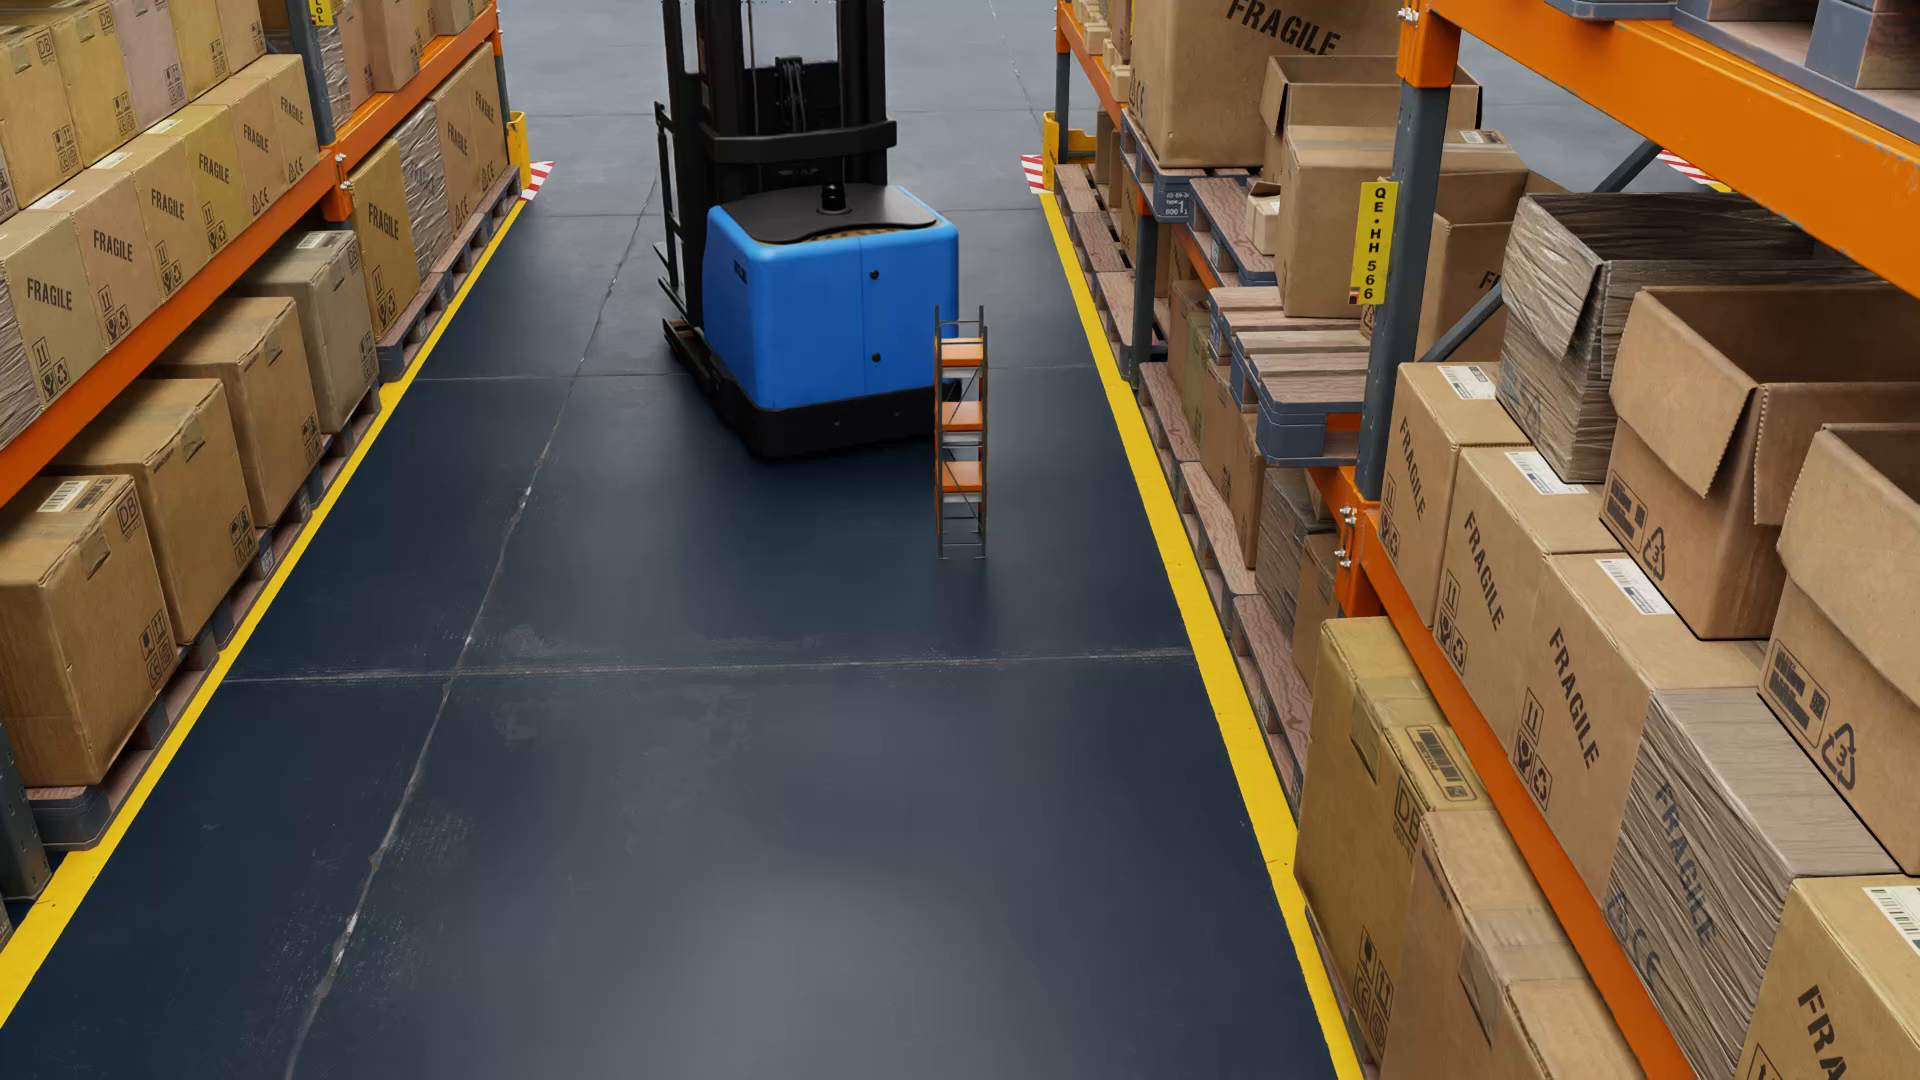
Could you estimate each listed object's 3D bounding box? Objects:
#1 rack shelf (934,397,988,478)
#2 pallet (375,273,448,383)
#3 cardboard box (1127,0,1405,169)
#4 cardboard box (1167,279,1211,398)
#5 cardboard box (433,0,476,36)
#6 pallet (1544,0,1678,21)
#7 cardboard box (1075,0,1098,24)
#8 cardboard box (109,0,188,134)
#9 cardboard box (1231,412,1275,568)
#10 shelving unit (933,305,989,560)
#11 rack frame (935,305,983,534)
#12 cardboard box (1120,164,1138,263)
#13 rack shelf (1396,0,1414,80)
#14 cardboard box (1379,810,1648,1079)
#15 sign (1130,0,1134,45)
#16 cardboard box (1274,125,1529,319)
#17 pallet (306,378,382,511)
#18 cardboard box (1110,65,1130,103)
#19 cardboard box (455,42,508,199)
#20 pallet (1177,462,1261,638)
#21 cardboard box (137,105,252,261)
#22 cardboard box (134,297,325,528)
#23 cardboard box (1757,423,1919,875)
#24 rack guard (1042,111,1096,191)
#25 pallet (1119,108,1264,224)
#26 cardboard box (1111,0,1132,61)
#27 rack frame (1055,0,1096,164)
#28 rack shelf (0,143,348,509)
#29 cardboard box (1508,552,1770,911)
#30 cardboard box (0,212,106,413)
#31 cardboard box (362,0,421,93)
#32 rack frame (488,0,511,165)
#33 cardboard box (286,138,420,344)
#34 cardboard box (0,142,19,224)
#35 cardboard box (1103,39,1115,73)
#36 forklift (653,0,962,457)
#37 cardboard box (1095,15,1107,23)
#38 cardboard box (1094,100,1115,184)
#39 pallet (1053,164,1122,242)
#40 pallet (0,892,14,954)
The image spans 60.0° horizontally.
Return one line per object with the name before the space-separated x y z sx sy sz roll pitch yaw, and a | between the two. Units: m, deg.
rack shelf | 0.003 -0.431 6.965 0.215 0.259 0.240 -1 28 -3
pallet | -3.514 -1.196 9.315 1.003 0.211 1.213 -1 28 -3
cardboard box | 1.308 -2.234 7.188 1.000 1.000 1.000 -1 28 -2
cardboard box | 1.417 -0.955 8.065 0.700 0.500 0.500 -3 28 -7
cardboard box | -3.646 -3.569 10.688 0.875 0.550 0.550 -1 28 -3
pallet | 1.702 -1.256 3.374 1.213 0.211 1.003 0 28 0
cardboard box | 0.966 -3.519 11.026 0.380 0.149 0.250 -1 28 -3
cardboard box | -3.466 -1.867 6.397 0.700 0.500 0.500 -1 28 -2
cardboard box | 1.482 -0.219 6.653 0.700 0.500 0.500 1 28 2
shelving unit | 0.003 -0.441 6.960 0.215 1.050 0.252 -1 28 -3
rack frame | -0.004 -0.497 7.068 0.200 1.050 0.008 -1 28 -3
cardboard box | 1.277 -1.965 10.023 0.500 0.500 0.500 -4 28 -7
rack shelf | 1.511 -2.240 5.835 1.077 0.370 4.000 -1 28 -3
cardboard box | 1.669 1.182 3.584 1.225 0.875 0.875 -1 28 -2
sign | 0.865 -2.520 7.901 0.100 0.325 0.005 -1 28 -3
cardboard box | 1.418 -1.040 5.437 0.700 0.500 0.500 3 28 5
pallet | -3.437 -0.489 7.958 1.003 0.211 1.213 -1 28 -3
cardboard box | 1.020 -2.479 9.031 0.380 0.149 0.250 -1 28 -3
cardboard box | -3.660 -2.859 11.332 0.875 0.875 0.875 -1 28 -2
pallet | 1.515 0.008 7.006 1.003 0.211 1.213 -1 28 -3
cardboard box | -3.205 -1.423 6.626 0.500 0.500 0.500 -1 28 -2
cardboard box | -3.384 -0.538 7.017 1.050 0.750 0.750 -1 28 -3
cardboard box | 1.710 0.154 2.518 0.797 0.503 0.637 -1 28 -1
rack guard | 1.201 -2.856 12.186 1.175 0.500 0.348 -1 28 -3
pallet | 1.301 -1.711 7.494 1.003 0.211 1.213 -1 28 -3
cardboard box | 1.327 -2.998 9.325 0.875 0.500 0.500 -1 28 -3
rack frame | 1.197 -4.000 11.675 1.000 3.000 0.127 -1 28 -3
rack shelf | -3.448 -0.837 6.389 1.077 0.370 4.000 -1 28 -3
cardboard box | 1.428 0.356 3.216 0.500 0.500 0.500 -2 28 -4
cardboard box | -3.127 -0.725 5.289 0.500 0.500 0.500 -2 28 -3
cardboard box | -3.546 -2.822 9.254 0.875 0.550 0.550 -1 28 -3
rack frame | -3.761 -3.927 11.535 1.000 3.000 0.127 -1 28 -3
cardboard box | -3.515 -1.616 8.948 0.875 0.875 0.875 -1 28 -2
cardboard box | -3.385 -1.161 5.043 0.700 0.500 0.500 -2 28 -3
cardboard box | 1.038 -2.826 9.697 0.380 0.149 0.250 -1 28 -3
forklift | -1.013 -2.351 8.588 1.130 2.935 3.031 -11 29 -19
cardboard box | 1.046 -3.174 10.363 0.380 0.149 0.250 -1 28 -3
cardboard box | 1.213 -2.789 11.603 0.500 0.500 0.500 4 28 7
pallet | 1.208 -2.352 11.532 1.003 0.211 1.213 -1 28 -3
pallet | -3.304 1.365 4.404 1.003 0.211 1.213 -1 28 -3
